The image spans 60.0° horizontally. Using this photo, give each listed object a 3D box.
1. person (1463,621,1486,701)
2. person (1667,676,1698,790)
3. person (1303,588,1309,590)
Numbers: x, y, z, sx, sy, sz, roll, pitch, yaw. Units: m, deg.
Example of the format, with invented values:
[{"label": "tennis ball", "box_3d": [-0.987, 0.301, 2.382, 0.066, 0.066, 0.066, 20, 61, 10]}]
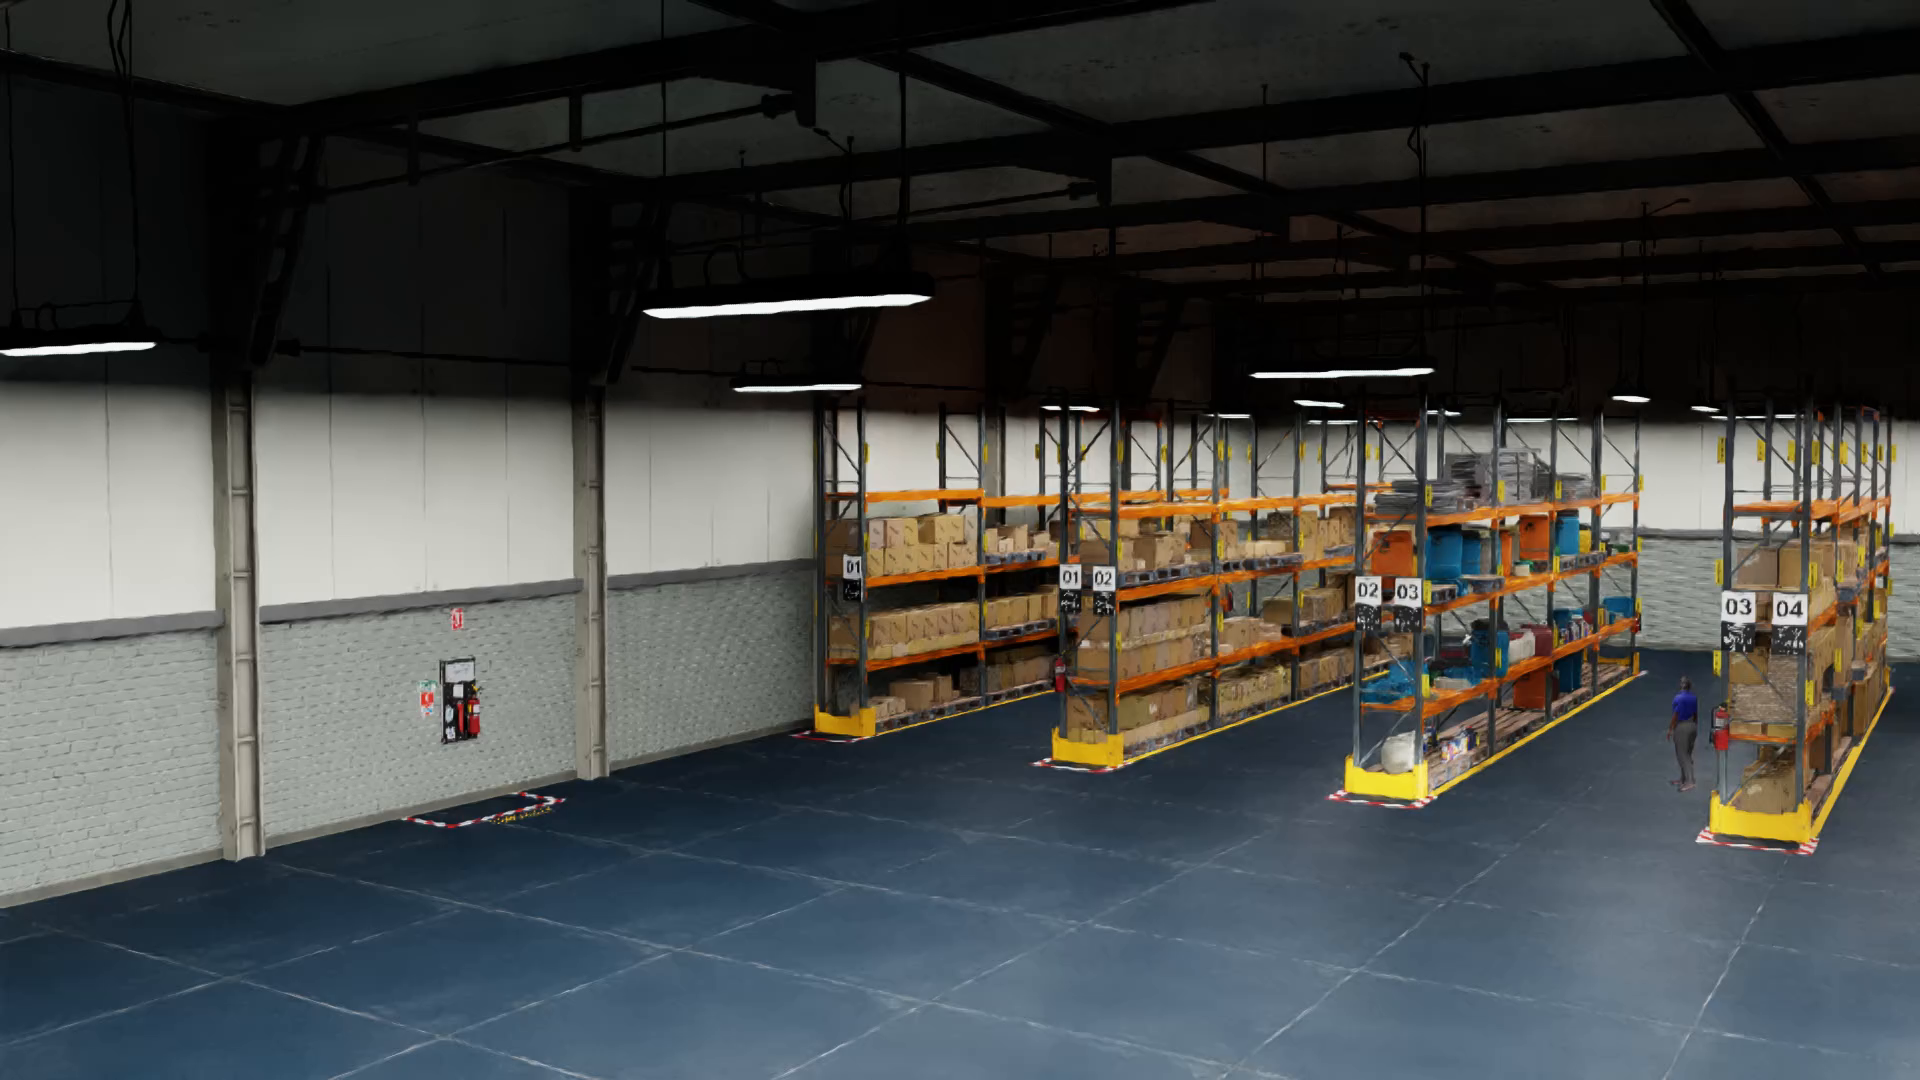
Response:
[{"label": "person", "box_3d": [10.435, 2.429, 33.617, 0.635, 1.616, 0.831, 2, 3, 28]}, {"label": "person", "box_3d": [10.854, 2.888, 24.902, 0.538, 1.702, 0.518, -2, 4, -32]}, {"label": "person", "box_3d": [8.218, 2.017, 39.590, 0.655, 1.777, 0.594, -2, 3, -29]}]
